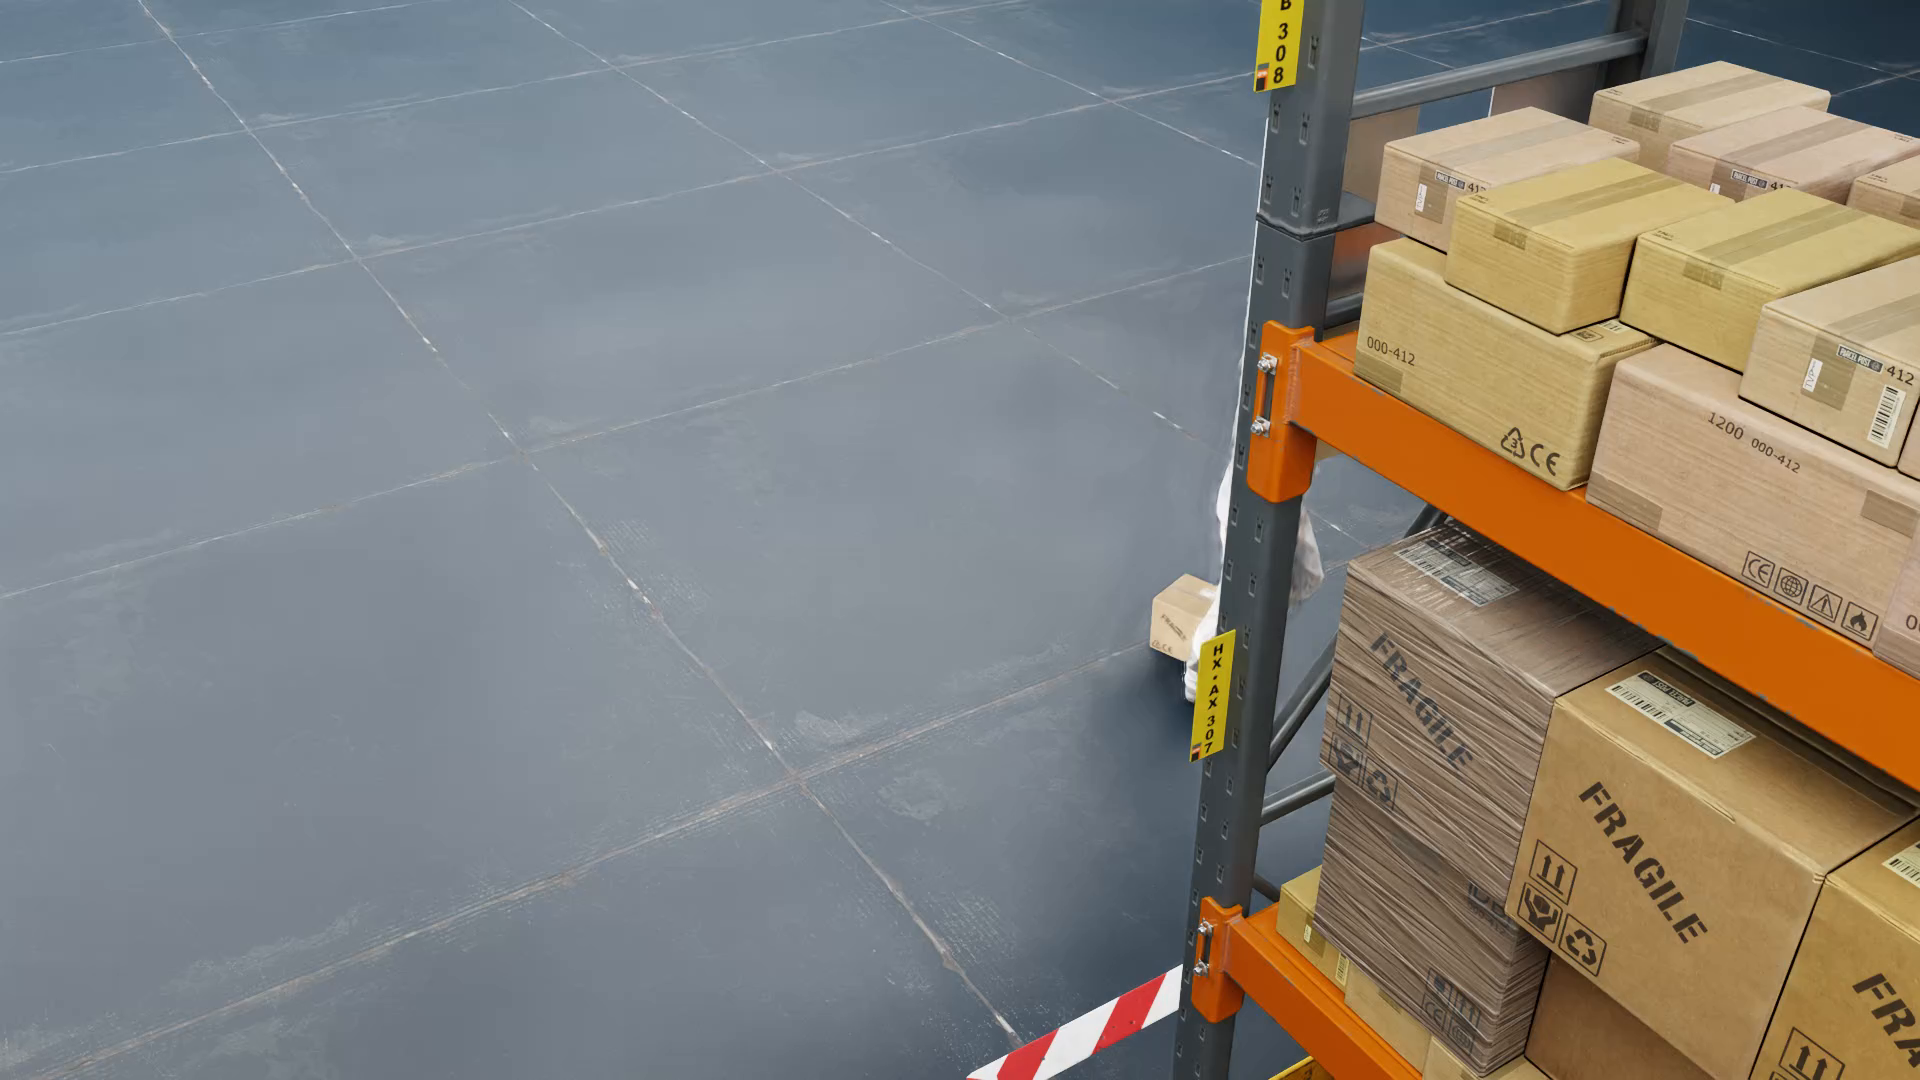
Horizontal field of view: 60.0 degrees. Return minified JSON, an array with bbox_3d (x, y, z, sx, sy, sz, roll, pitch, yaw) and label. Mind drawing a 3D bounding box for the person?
[{"bbox_3d":[1.136,-0.088,6.221,0.483,1.770,0.580,10,34,15],"label":"person"}]
